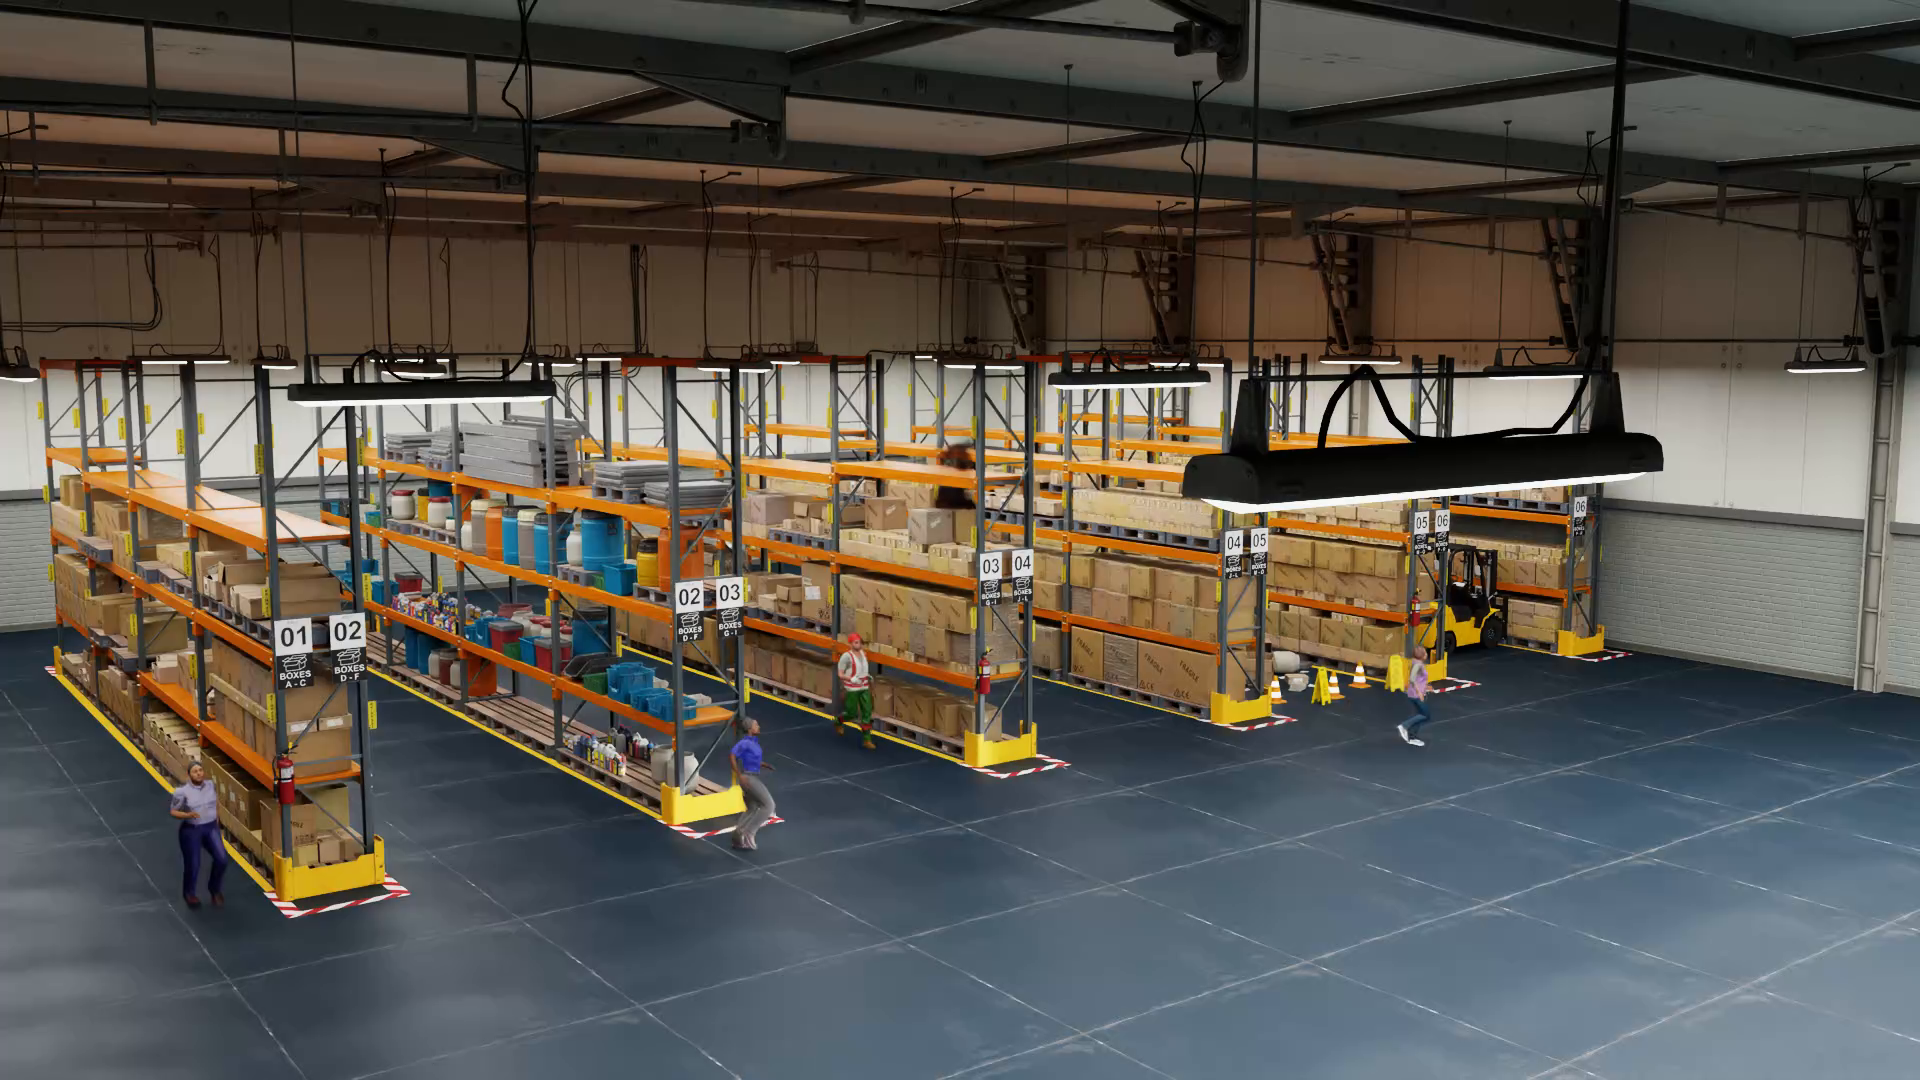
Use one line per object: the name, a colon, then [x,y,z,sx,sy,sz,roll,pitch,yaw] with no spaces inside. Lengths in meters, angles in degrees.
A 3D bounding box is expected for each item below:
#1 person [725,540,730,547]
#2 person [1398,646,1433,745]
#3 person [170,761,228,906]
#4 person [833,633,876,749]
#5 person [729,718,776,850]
person: [-6.003,0.554,41.431,0.558,1.605,0.669,-3,7,-24]
person: [7.152,2.440,26.063,0.537,1.570,0.553,1,7,10]
person: [-8.482,3.310,18.583,0.622,1.687,0.595,7,10,44]
person: [-1.628,2.327,25.956,0.664,1.773,0.964,-6,9,-41]
person: [-2.594,3.037,20.819,0.574,1.614,0.591,-1,7,-4]
